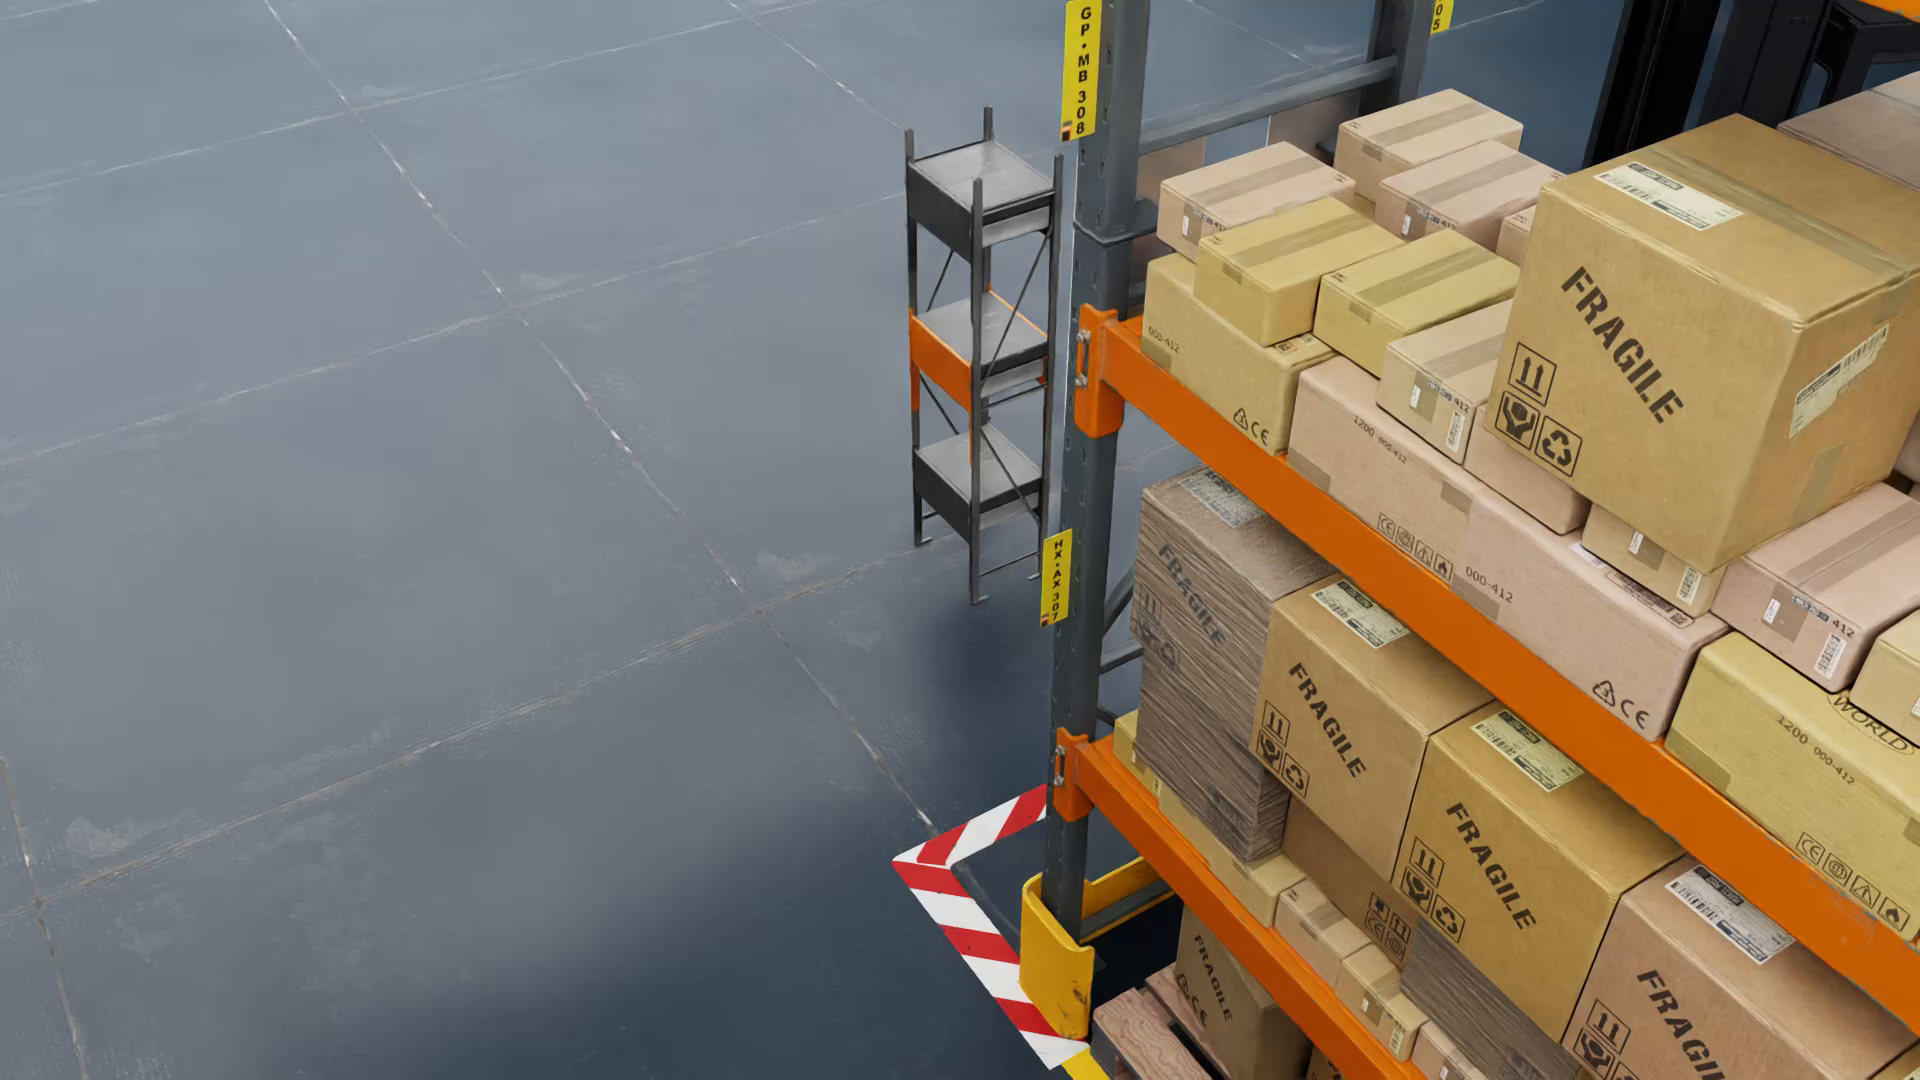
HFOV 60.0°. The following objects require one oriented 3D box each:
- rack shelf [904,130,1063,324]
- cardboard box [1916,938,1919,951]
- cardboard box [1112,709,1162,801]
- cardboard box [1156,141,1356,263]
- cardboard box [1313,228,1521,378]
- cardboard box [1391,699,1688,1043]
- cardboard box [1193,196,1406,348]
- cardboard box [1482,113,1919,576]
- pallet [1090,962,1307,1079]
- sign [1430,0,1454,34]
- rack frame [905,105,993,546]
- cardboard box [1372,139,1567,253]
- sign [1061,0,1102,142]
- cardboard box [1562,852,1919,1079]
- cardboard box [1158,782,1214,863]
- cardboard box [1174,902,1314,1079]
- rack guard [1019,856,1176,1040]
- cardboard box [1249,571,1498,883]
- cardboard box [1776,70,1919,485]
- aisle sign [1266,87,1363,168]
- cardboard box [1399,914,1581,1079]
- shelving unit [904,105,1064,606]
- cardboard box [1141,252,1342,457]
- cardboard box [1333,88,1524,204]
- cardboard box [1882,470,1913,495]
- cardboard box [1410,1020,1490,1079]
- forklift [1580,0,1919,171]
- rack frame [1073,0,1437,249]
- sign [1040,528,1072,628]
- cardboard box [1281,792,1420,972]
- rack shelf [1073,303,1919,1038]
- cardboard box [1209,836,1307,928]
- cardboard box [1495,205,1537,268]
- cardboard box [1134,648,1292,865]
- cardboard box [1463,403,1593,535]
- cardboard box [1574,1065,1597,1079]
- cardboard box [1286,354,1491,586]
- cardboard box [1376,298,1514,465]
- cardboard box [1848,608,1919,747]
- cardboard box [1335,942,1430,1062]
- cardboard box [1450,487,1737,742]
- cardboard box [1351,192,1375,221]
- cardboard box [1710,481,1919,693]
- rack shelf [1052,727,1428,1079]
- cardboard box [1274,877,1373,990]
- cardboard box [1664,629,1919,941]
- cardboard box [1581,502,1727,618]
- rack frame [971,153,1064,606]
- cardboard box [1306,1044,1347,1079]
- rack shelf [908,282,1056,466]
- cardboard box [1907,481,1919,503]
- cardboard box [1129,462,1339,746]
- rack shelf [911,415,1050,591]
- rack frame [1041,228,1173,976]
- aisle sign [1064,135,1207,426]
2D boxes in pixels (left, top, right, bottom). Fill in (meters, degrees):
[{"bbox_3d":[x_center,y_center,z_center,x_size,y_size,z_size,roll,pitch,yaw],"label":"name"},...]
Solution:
[{"bbox_3d":[0.089,-1.245,6.592,0.431,0.518,0.480,-22,45,-24],"label":"rack shelf"},{"bbox_3d":[1.864,0.604,2.517,0.500,0.250,0.500,-23,45,-25],"label":"cardboard box"},{"bbox_3d":[0.682,0.587,4.959,0.380,0.149,0.250,-22,45,-24],"label":"cardboard box"},{"bbox_3d":[0.683,-0.765,3.848,0.380,0.149,0.250,-23,45,-25],"label":"cardboard box"},{"bbox_3d":[0.980,-0.498,3.527,0.380,0.149,0.250,-23,45,-25],"label":"cardboard box"},{"bbox_3d":[1.328,0.650,3.596,0.500,0.500,0.500,-22,45,-24],"label":"cardboard box"},{"bbox_3d":[0.740,-0.592,3.640,0.380,0.149,0.250,-21,44,-23],"label":"cardboard box"},{"bbox_3d":[1.300,-0.348,2.841,0.500,0.500,0.500,-22,45,-25],"label":"cardboard box"},{"bbox_3d":[1.177,1.818,5.464,1.003,0.211,1.213,-22,45,-24],"label":"pallet"},{"bbox_3d":[1.208,-1.418,4.134,0.100,0.325,0.005,-22,45,-24],"label":"sign"},{"bbox_3d":[-0.042,-0.849,7.189,0.400,2.100,0.015,-22,45,-24],"label":"rack frame"},{"bbox_3d":[1.183,-0.770,3.854,0.380,0.149,0.250,-24,45,-26],"label":"cardboard box"},{"bbox_3d":[0.272,-1.047,3.697,0.100,0.325,0.005,-22,45,-24],"label":"sign"},{"bbox_3d":[1.602,0.918,3.274,0.500,0.500,0.500,-22,45,-24],"label":"cardboard box"},{"bbox_3d":[0.800,0.729,4.789,0.380,0.149,0.250,-22,45,-24],"label":"cardboard box"},{"bbox_3d":[1.051,1.396,5.416,0.500,0.500,0.500,-14,42,-17],"label":"cardboard box"},{"bbox_3d":[0.770,1.256,5.913,1.175,0.500,0.348,-22,45,-24],"label":"rack guard"},{"bbox_3d":[1.058,0.381,3.919,0.500,0.500,0.500,-22,45,-24],"label":"cardboard box"},{"bbox_3d":[1.776,-0.493,3.015,0.500,0.500,0.500,-22,45,-24],"label":"cardboard box"},{"bbox_3d":[0.949,-0.881,4.494,0.394,0.787,0.004,-22,45,-24],"label":"aisle sign"},{"bbox_3d":[1.604,0.922,4.051,0.875,0.500,0.500,-22,45,-24],"label":"cardboard box"},{"bbox_3d":[0.089,-0.717,7.031,0.431,2.100,0.503,-22,45,-24],"label":"shelving unit"},{"bbox_3d":[0.771,-0.491,3.831,0.500,0.250,0.500,-21,44,-23],"label":"cardboard box"},{"bbox_3d":[1.142,-0.951,4.071,0.380,0.149,0.250,-22,45,-24],"label":"cardboard box"},{"bbox_3d":[1.835,-0.246,3.225,0.380,0.149,0.250,-24,46,-26],"label":"cardboard box"},{"bbox_3d":[1.359,1.259,4.152,0.380,0.149,0.250,-22,45,-24],"label":"cardboard box"},{"bbox_3d":[3.581,-1.507,7.329,3.031,2.935,1.130,-6,40,-7],"label":"forklift"},{"bbox_3d":[0.729,-2.050,3.241,1.000,3.000,0.127,-22,45,-24],"label":"rack frame"},{"bbox_3d":[0.272,0.109,4.660,0.100,0.325,0.005,-22,45,-24],"label":"sign"},{"bbox_3d":[1.372,0.637,4.393,0.875,0.500,0.500,-22,45,-24],"label":"cardboard box"},{"bbox_3d":[1.805,0.458,3.136,1.077,0.370,4.000,-22,45,-24],"label":"rack shelf"},{"bbox_3d":[0.922,0.869,4.621,0.380,0.149,0.250,-22,45,-24],"label":"cardboard box"},{"bbox_3d":[1.422,-0.660,3.722,0.380,0.149,0.250,-24,46,-26],"label":"cardboard box"},{"bbox_3d":[1.002,0.408,4.667,0.875,0.500,0.500,-22,45,-24],"label":"cardboard box"},{"bbox_3d":[1.194,-0.194,3.163,0.380,0.149,0.250,-22,45,-25],"label":"cardboard box"},{"bbox_3d":[1.863,1.196,3.722,0.875,0.500,0.500,-22,45,-24],"label":"cardboard box"},{"bbox_3d":[1.053,-0.215,3.499,0.500,0.250,0.500,-23,45,-25],"label":"cardboard box"},{"bbox_3d":[1.066,-0.326,3.322,0.380,0.149,0.250,-20,44,-23],"label":"cardboard box"},{"bbox_3d":[1.678,0.204,2.685,0.380,0.149,0.250,-24,45,-26],"label":"cardboard box"},{"bbox_3d":[1.202,1.134,4.303,0.380,0.149,0.250,-22,45,-24],"label":"cardboard box"},{"bbox_3d":[1.316,0.054,3.177,0.500,0.250,0.500,-22,45,-25],"label":"cardboard box"},{"bbox_3d":[1.203,-0.667,4.042,0.500,0.250,0.500,-21,44,-23],"label":"cardboard box"},{"bbox_3d":[1.527,0.067,2.849,0.380,0.149,0.250,-23,45,-25],"label":"cardboard box"},{"bbox_3d":[1.805,1.611,4.097,1.077,0.370,4.000,-22,45,-24],"label":"rack shelf"},{"bbox_3d":[1.074,0.997,4.468,0.380,0.149,0.250,-22,45,-24],"label":"cardboard box"},{"bbox_3d":[1.600,0.333,2.842,0.500,0.250,0.500,-21,44,-23],"label":"cardboard box"},{"bbox_3d":[1.353,-0.051,2.991,0.380,0.149,0.250,-24,46,-26],"label":"cardboard box"},{"bbox_3d":[0.220,-0.586,6.873,0.400,2.100,0.015,-22,45,-24],"label":"rack frame"},{"bbox_3d":[1.401,1.707,5.043,0.500,0.500,0.500,-11,41,-13],"label":"cardboard box"},{"bbox_3d":[0.089,-0.707,7.040,0.431,0.518,0.480,-22,45,-24],"label":"rack shelf"},{"bbox_3d":[1.943,-0.082,3.028,0.380,0.149,0.250,-25,46,-26],"label":"cardboard box"},{"bbox_3d":[0.795,0.109,4.246,0.500,0.500,0.500,-22,45,-24],"label":"cardboard box"},{"bbox_3d":[0.089,-0.169,7.488,0.431,0.518,0.480,-22,45,-24],"label":"rack shelf"},{"bbox_3d":[0.729,0.255,5.162,1.000,3.000,0.127,-22,45,-24],"label":"rack frame"},{"bbox_3d":[0.443,-0.674,4.246,0.394,0.787,0.004,-22,45,-24],"label":"aisle sign"}]
